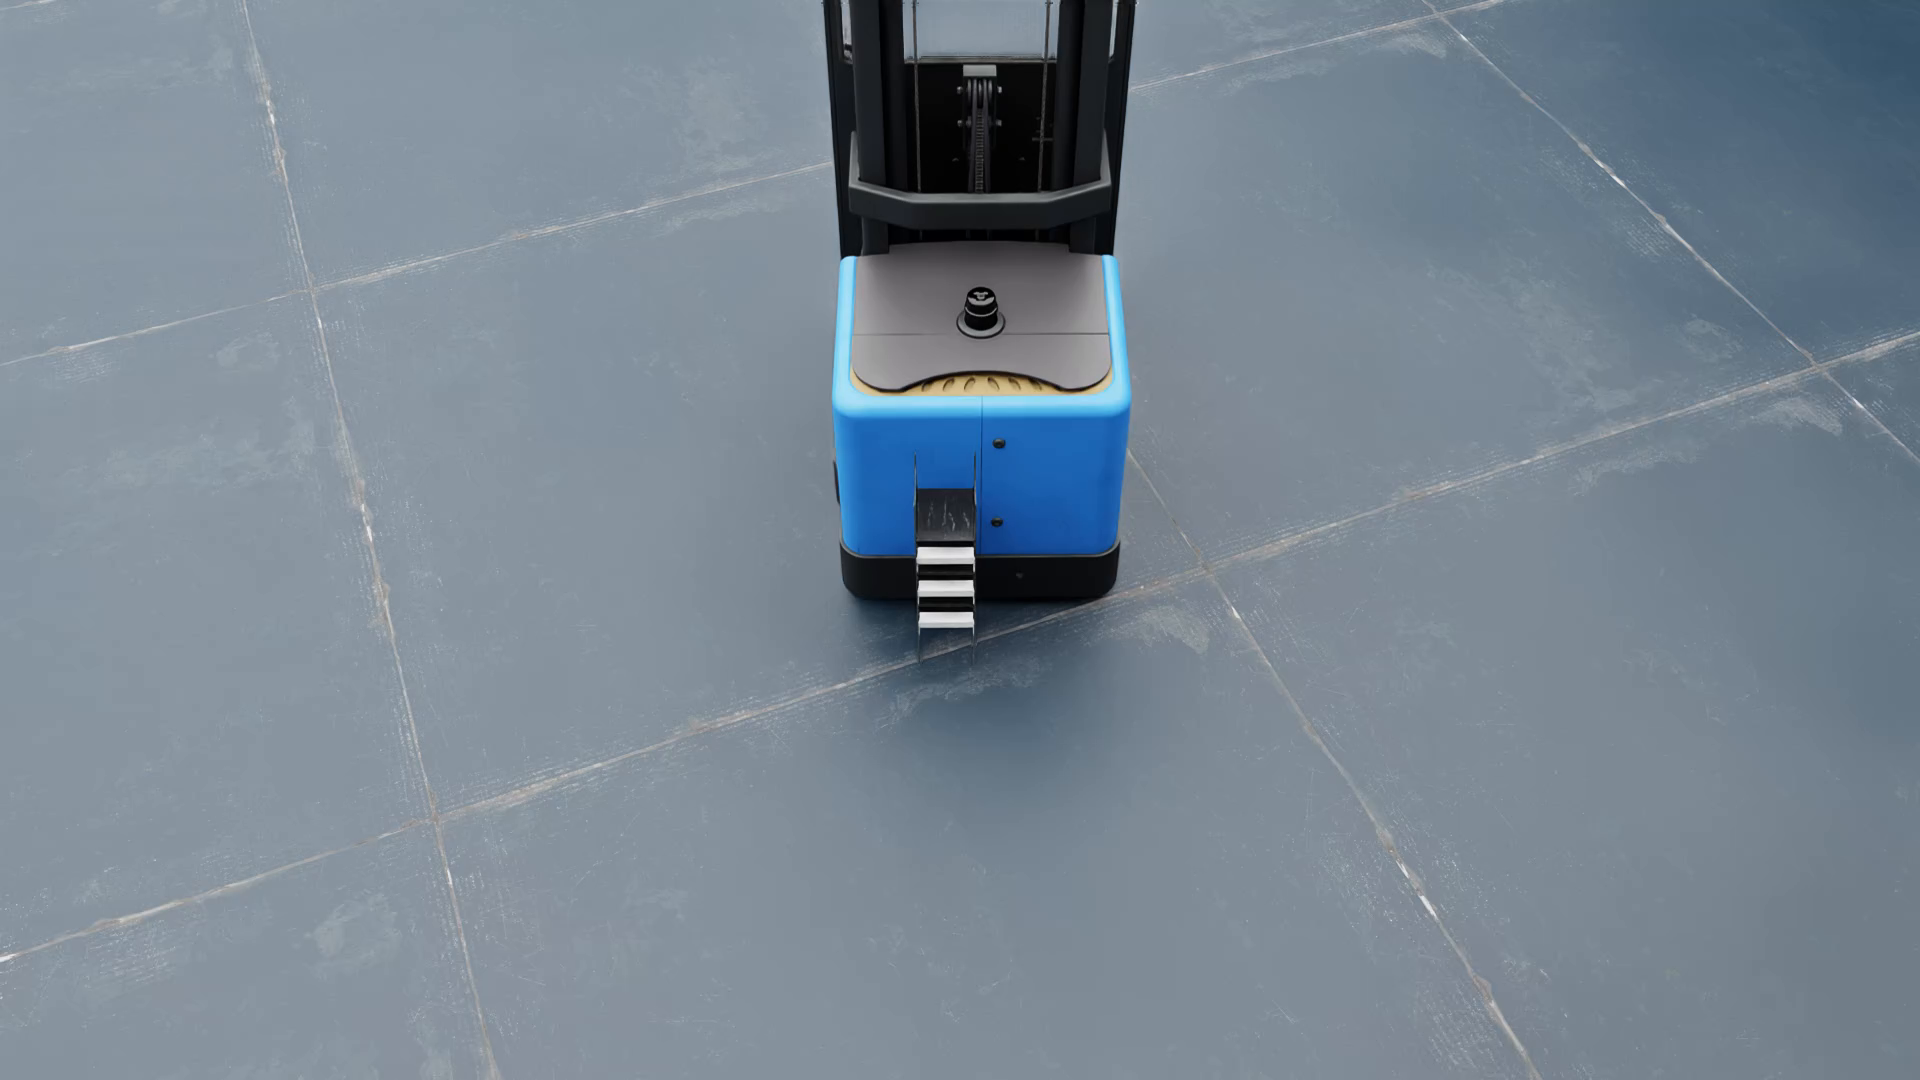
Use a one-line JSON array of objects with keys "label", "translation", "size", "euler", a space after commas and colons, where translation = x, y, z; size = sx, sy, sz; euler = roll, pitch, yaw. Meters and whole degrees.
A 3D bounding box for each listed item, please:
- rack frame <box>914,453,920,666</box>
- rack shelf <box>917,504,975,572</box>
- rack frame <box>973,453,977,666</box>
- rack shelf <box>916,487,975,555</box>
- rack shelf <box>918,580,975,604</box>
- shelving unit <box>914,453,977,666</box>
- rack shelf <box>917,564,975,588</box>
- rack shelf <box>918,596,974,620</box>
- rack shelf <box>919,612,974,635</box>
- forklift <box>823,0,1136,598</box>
[{"label": "rack frame", "translation": [-0.151, 0.087, 5.922], "size": [0.006, 0.900, 0.240], "euler": [0, 50, 0]}, {"label": "rack shelf", "translation": [-0.050, -0.009, 5.811], "size": [0.200, 0.077, 0.258], "euler": [0, 50, 0]}, {"label": "rack frame", "translation": [0.052, 0.086, 5.923], "size": [0.006, 0.900, 0.240], "euler": [0, 50, 0]}, {"label": "rack shelf", "translation": [-0.050, -0.067, 5.742], "size": [0.200, 0.077, 0.258], "euler": [0, 50, 0]}, {"label": "rack shelf", "translation": [-0.050, 0.108, 5.948], "size": [0.200, 0.077, 0.258], "euler": [0, 50, 0]}, {"label": "shelving unit", "translation": [-0.050, 0.087, 5.923], "size": [0.210, 0.900, 0.258], "euler": [0, 50, 0]}, {"label": "rack shelf", "translation": [-0.050, 0.050, 5.879], "size": [0.200, 0.077, 0.258], "euler": [0, 50, 0]}, {"label": "rack shelf", "translation": [-0.050, 0.167, 6.016], "size": [0.200, 0.077, 0.258], "euler": [0, 50, 0]}, {"label": "rack shelf", "translation": [-0.050, 0.225, 6.085], "size": [0.200, 0.077, 0.258], "euler": [0, 50, 0]}, {"label": "forklift", "translation": [0.065, -1.838, 6.237], "size": [1.130, 2.935, 3.031], "euler": [0, 49, 0]}]
